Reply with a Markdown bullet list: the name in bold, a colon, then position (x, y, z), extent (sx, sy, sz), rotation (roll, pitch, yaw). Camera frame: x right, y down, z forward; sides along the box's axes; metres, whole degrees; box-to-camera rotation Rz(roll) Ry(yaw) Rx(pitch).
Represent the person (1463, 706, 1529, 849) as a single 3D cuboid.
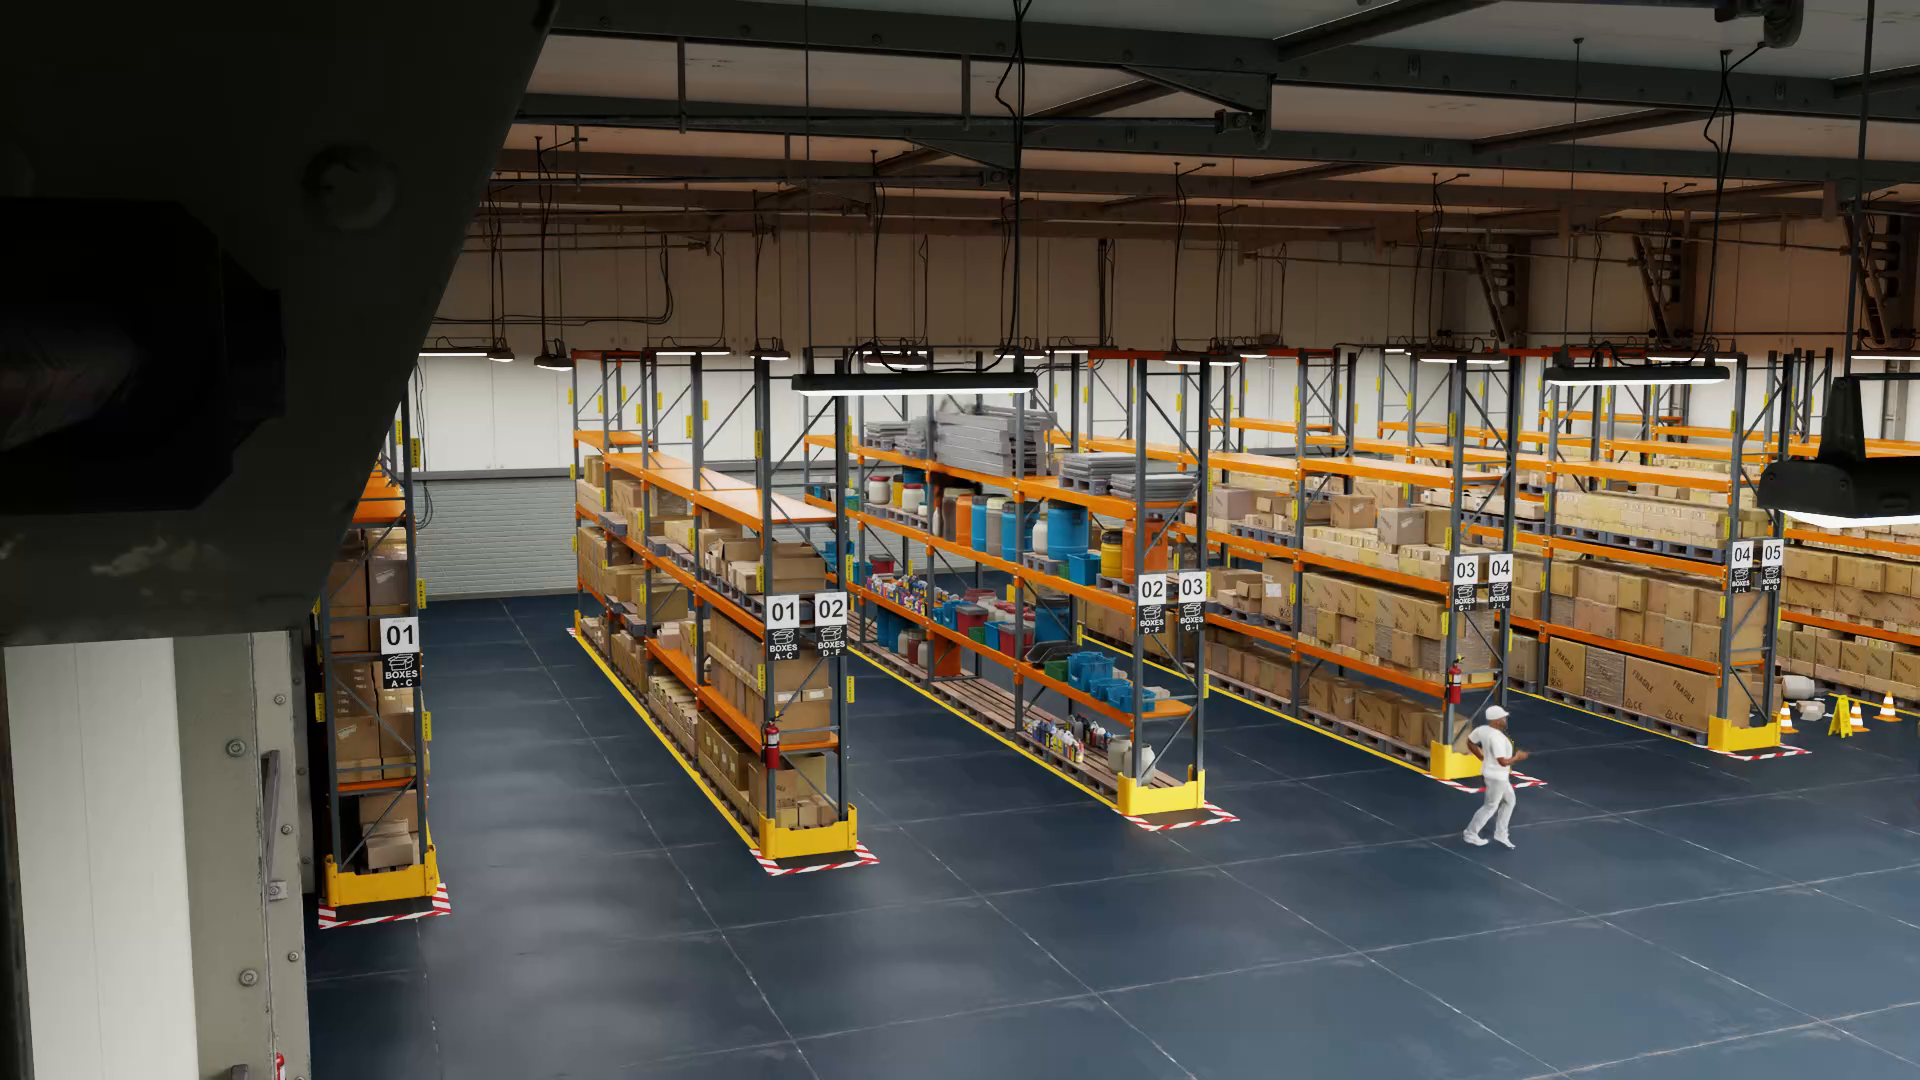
- **person**: position (6.563, 2.928, 20.388), extent (0.730, 1.823, 0.674), rotation (1, 7, 7)
